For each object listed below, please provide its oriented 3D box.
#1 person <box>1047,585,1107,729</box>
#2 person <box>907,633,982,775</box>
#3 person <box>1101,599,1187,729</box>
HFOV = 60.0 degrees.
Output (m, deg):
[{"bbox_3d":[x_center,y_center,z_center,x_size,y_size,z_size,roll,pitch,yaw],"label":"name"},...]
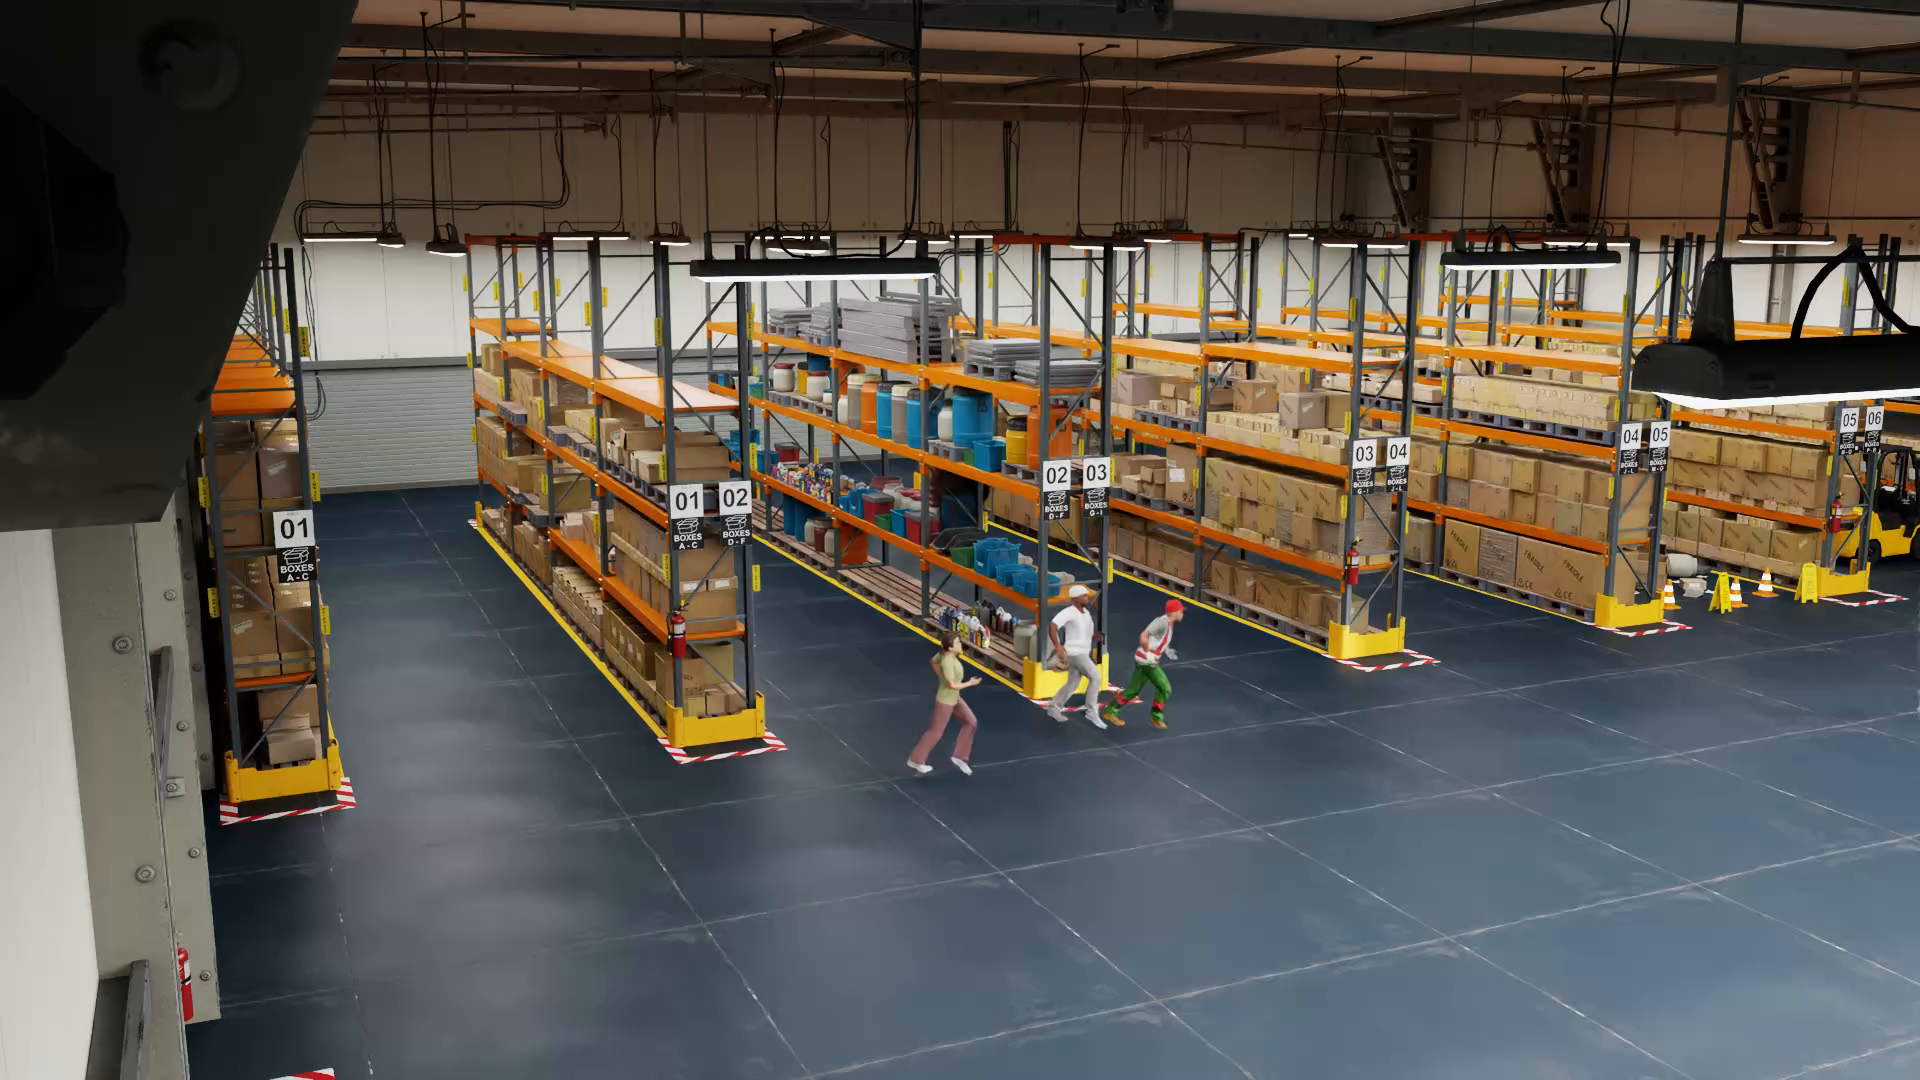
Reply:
[{"bbox_3d":[1.527,1.447,21.026,0.799,1.755,0.714,4,12,18],"label":"person"},{"bbox_3d":[-0.176,1.883,19.054,0.857,1.697,0.581,1,11,6],"label":"person"},{"bbox_3d":[2.324,1.569,20.927,1.023,1.698,0.670,2,11,12],"label":"person"}]
